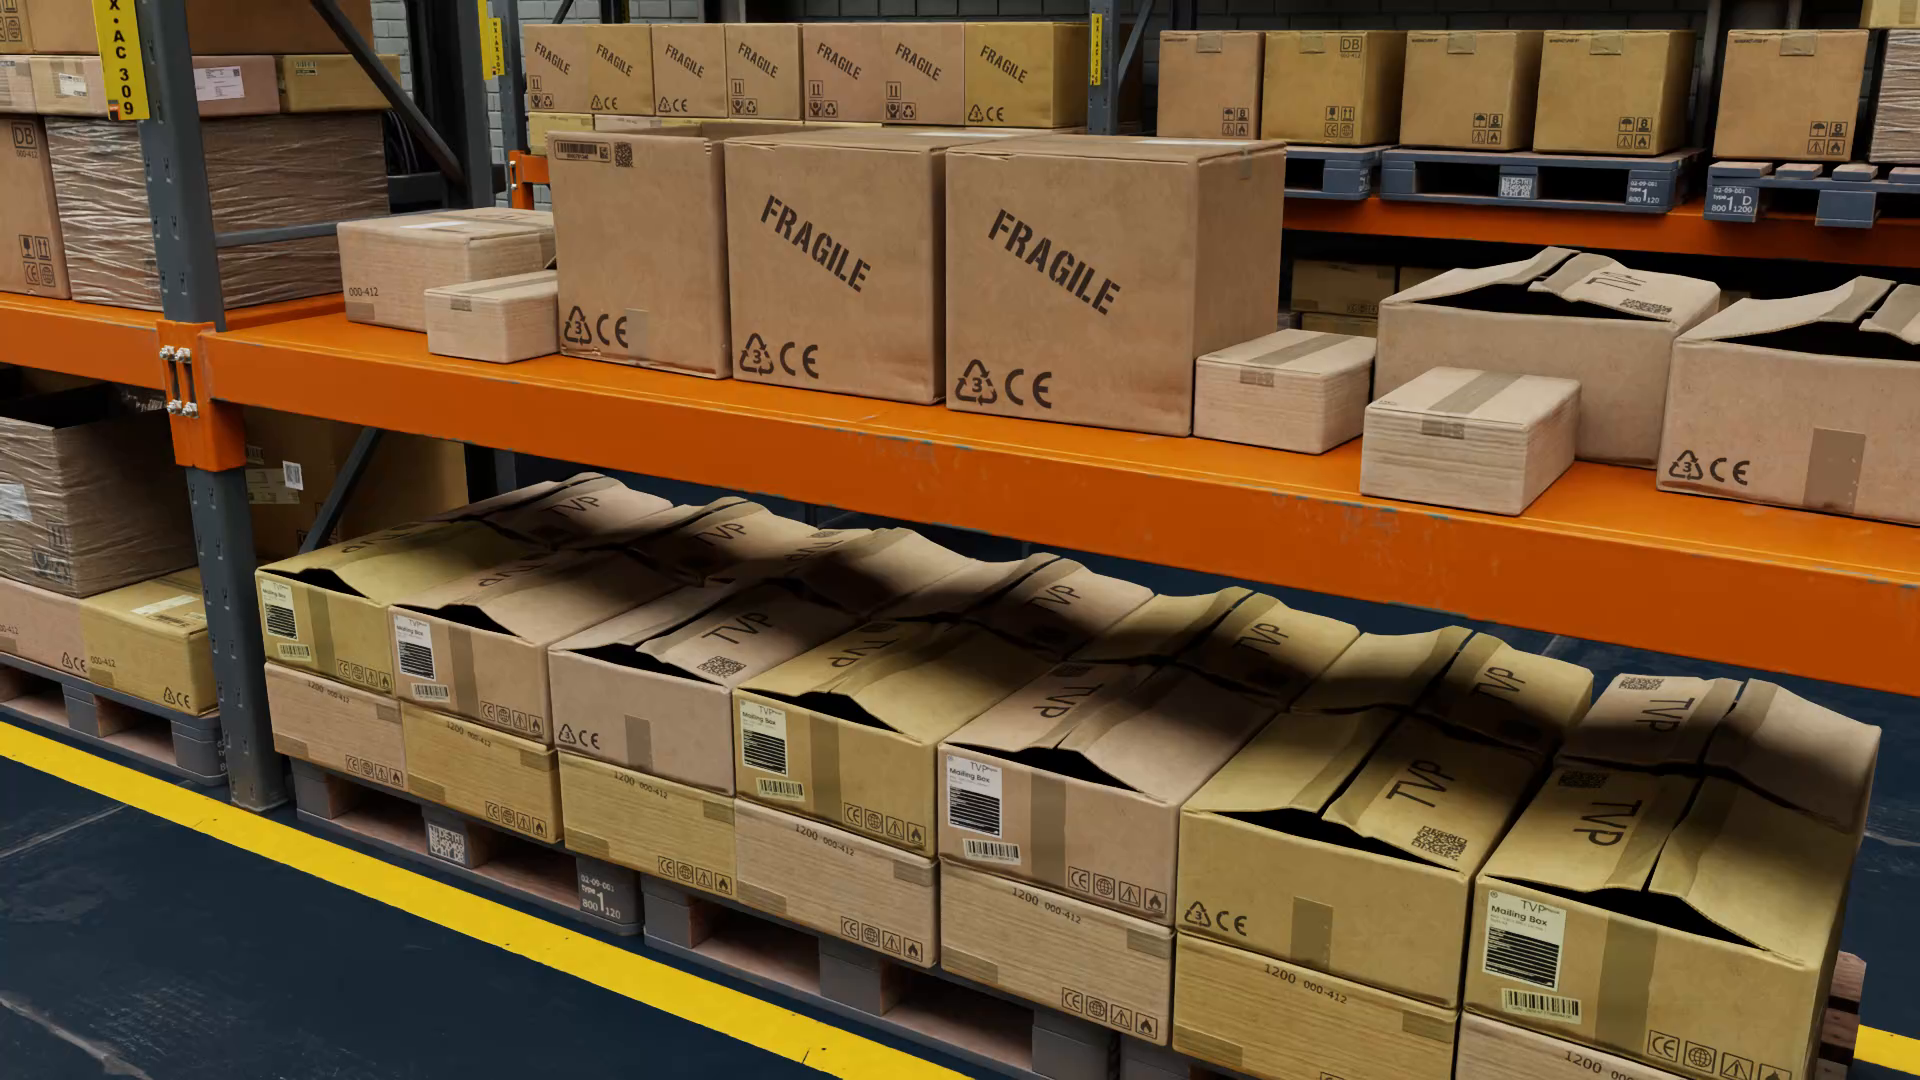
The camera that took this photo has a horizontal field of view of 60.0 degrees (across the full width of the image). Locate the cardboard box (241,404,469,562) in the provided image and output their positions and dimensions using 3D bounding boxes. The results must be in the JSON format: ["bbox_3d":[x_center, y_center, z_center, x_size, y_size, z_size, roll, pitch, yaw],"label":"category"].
[{"bbox_3d":[-1.893,-0.221,5.167,0.500,0.500,0.500,10,20,30],"label":"cardboard box"}]

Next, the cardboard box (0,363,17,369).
[{"bbox_3d":[-3.452,-0.316,5.479,0.500,0.500,0.500,10,20,30],"label":"cardboard box"}]

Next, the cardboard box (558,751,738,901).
[{"bbox_3d":[-0.570,0.565,3.870,0.500,0.250,0.500,9,19,28],"label":"cardboard box"}]

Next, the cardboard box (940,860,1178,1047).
[{"bbox_3d":[0.303,0.720,3.359,0.500,0.250,0.500,11,20,31],"label":"cardboard box"}]

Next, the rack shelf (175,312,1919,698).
[{"bbox_3d":[0.043,-0.181,3.553,4.000,0.370,1.077,10,20,30],"label":"rack shelf"}]

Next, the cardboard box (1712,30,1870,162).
[{"bbox_3d":[3.440,-1.854,6.894,0.500,0.500,0.700,8,19,25],"label":"cardboard box"}]

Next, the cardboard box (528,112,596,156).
[{"bbox_3d":[-2.231,-2.450,10.009,0.500,0.250,0.500,9,19,28],"label":"cardboard box"}]

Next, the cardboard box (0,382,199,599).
[{"bbox_3d":[-2.591,-0.168,4.993,0.500,0.500,0.500,10,20,30],"label":"cardboard box"}]

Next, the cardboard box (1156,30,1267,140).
[{"bbox_3d":[1.344,-2.229,8.129,0.500,0.500,0.700,10,20,30],"label":"cardboard box"}]

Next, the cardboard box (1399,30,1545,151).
[{"bbox_3d":[2.394,-2.050,7.539,0.500,0.500,0.700,13,21,38],"label":"cardboard box"}]

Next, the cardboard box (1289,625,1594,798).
[{"bbox_3d":[1.003,0.396,3.462,0.500,0.311,0.500,10,19,29],"label":"cardboard box"}]

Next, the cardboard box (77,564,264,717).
[{"bbox_3d":[-2.171,0.269,4.842,0.500,0.250,0.500,10,20,30],"label":"cardboard box"}]

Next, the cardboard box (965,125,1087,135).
[{"bbox_3d":[0.366,-1.991,8.499,0.500,0.250,0.500,10,20,30],"label":"cardboard box"}]

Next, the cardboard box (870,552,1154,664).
[{"bbox_3d":[0.131,0.239,3.976,0.500,0.311,0.500,10,19,29],"label":"cardboard box"}]

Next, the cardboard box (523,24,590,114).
[{"bbox_3d":[-2.231,-2.814,9.919,0.500,0.500,0.500,10,20,30],"label":"cardboard box"}]

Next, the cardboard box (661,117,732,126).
[{"bbox_3d":[-1.350,-2.295,9.501,0.500,0.250,0.500,10,19,29],"label":"cardboard box"}]

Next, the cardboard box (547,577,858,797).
[{"bbox_3d":[-0.574,0.298,3.784,0.500,0.311,0.500,9,19,28],"label":"cardboard box"}]

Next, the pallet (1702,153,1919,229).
[{"bbox_3d":[3.674,-1.438,6.785,1.003,0.211,1.213,10,20,30],"label":"pallet"}]

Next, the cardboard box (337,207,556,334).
[{"bbox_3d":[-1.219,-0.693,4.260,0.500,0.250,0.500,12,20,33],"label":"cardboard box"}]

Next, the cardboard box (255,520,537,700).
[{"bbox_3d":[-1.439,0.142,4.297,0.500,0.311,0.500,10,20,30],"label":"cardboard box"}]

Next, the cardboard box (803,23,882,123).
[{"bbox_3d":[-0.488,-2.502,8.891,0.500,0.500,0.500,9,19,28],"label":"cardboard box"}]

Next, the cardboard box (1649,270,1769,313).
[{"bbox_3d":[3.243,-1.020,7.332,0.500,0.250,0.500,11,20,31],"label":"cardboard box"}]

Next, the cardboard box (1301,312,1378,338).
[{"bbox_3d":[2.031,-0.897,8.217,0.500,0.500,0.700,10,19,29],"label":"cardboard box"}]

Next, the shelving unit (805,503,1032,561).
[{"bbox_3d":[-0.073,-0.731,6.706,1.048,1.500,0.538,10,20,30],"label":"shelving unit"}]

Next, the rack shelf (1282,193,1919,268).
[{"bbox_3d":[2.632,-1.408,7.593,4.000,0.370,1.077,10,20,30],"label":"rack shelf"}]

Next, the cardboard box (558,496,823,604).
[{"bbox_3d":[-0.720,0.086,4.482,0.500,0.311,0.500,11,20,32],"label":"cardboard box"}]

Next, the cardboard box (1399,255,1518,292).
[{"bbox_3d":[2.386,-1.178,7.851,0.500,0.250,0.500,9,19,28],"label":"cardboard box"}]

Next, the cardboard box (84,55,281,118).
[{"bbox_3d":[-2.005,-1.176,4.302,0.250,0.149,0.380,10,20,30],"label":"cardboard box"}]

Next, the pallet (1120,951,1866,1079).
[{"bbox_3d":[1.066,0.979,3.296,1.213,0.211,1.003,10,20,30],"label":"pallet"}]

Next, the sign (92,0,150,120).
[{"bbox_3d":[-1.950,-1.143,3.859,0.005,0.325,0.100,10,20,30],"label":"sign"}]

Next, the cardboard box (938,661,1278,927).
[{"bbox_3d":[0.297,0.452,3.275,0.500,0.311,0.500,10,20,30],"label":"cardboard box"}]

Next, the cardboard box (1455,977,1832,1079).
[{"bbox_3d":[1.171,0.874,2.850,0.500,0.250,0.500,11,20,31],"label":"cardboard box"}]

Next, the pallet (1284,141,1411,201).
[{"bbox_3d":[1.503,-1.812,8.017,1.213,0.211,1.003,10,20,30],"label":"pallet"}]

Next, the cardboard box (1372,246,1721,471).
[{"bbox_3d":[1.086,-0.362,3.065,0.500,0.311,0.500,10,19,29],"label":"cardboard box"}]

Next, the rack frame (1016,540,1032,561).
[{"bbox_3d":[0.360,-0.653,6.451,0.032,1.500,0.500,10,20,30],"label":"rack frame"}]

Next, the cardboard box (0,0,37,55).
[{"bbox_3d":[-2.474,-1.640,4.716,0.500,0.500,0.700,10,20,30],"label":"cardboard box"}]

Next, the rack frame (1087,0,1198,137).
[{"bbox_3d":[0.928,-2.056,8.490,0.127,3.000,1.000,10,20,30],"label":"rack frame"}]

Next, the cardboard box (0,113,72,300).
[{"bbox_3d":[-2.496,-1.021,4.911,0.500,0.500,0.700,10,20,29],"label":"cardboard box"}]

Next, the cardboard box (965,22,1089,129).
[{"bbox_3d":[0.363,-2.348,8.385,0.500,0.500,0.500,10,20,30],"label":"cardboard box"}]

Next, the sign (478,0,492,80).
[{"bbox_3d":[-1.386,-1.481,4.740,0.005,0.325,0.100,10,20,30],"label":"sign"}]

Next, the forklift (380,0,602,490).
[{"bbox_3d":[-3.043,-1.857,7.952,3.031,2.935,1.130,9,19,28],"label":"forklift"}]

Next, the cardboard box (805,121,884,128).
[{"bbox_3d":[-0.491,-2.142,8.995,0.500,0.250,0.500,10,20,30],"label":"cardboard box"}]

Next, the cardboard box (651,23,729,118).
[{"bbox_3d":[-1.378,-2.657,9.400,0.500,0.500,0.500,9,19,28],"label":"cardboard box"}]

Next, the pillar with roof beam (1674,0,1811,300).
[{"bbox_3d":[1.428,-3.664,3.462,0.400,9.000,9.100,10,20,30],"label":"pillar with roof beam"}]

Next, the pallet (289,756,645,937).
[{"bbox_3d":[-1.013,0.608,4.518,1.213,0.211,1.003,10,20,30],"label":"pallet"}]

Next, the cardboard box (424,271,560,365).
[{"bbox_3d":[-1.013,-0.523,3.876,0.250,0.149,0.380,10,20,30],"label":"cardboard box"}]

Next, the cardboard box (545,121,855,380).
[{"bbox_3d":[-0.566,-0.676,3.773,0.500,0.500,0.500,12,21,34],"label":"cardboard box"}]

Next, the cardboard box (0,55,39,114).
[{"bbox_3d":[-2.439,-1.253,4.557,0.250,0.149,0.380,9,19,28],"label":"cardboard box"}]

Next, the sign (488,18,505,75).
[{"bbox_3d":[-2.764,-2.945,9.925,0.005,0.325,0.100,10,20,30],"label":"sign"}]

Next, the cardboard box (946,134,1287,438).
[{"bbox_3d":[0.309,-0.520,3.259,0.500,0.500,0.500,9,19,27],"label":"cardboard box"}]

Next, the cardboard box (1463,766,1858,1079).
[{"bbox_3d":[1.172,0.607,2.765,0.500,0.311,0.500,11,20,31],"label":"cardboard box"}]

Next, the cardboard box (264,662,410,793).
[{"bbox_3d":[-1.447,0.408,4.384,0.500,0.250,0.500,10,19,29],"label":"cardboard box"}]
